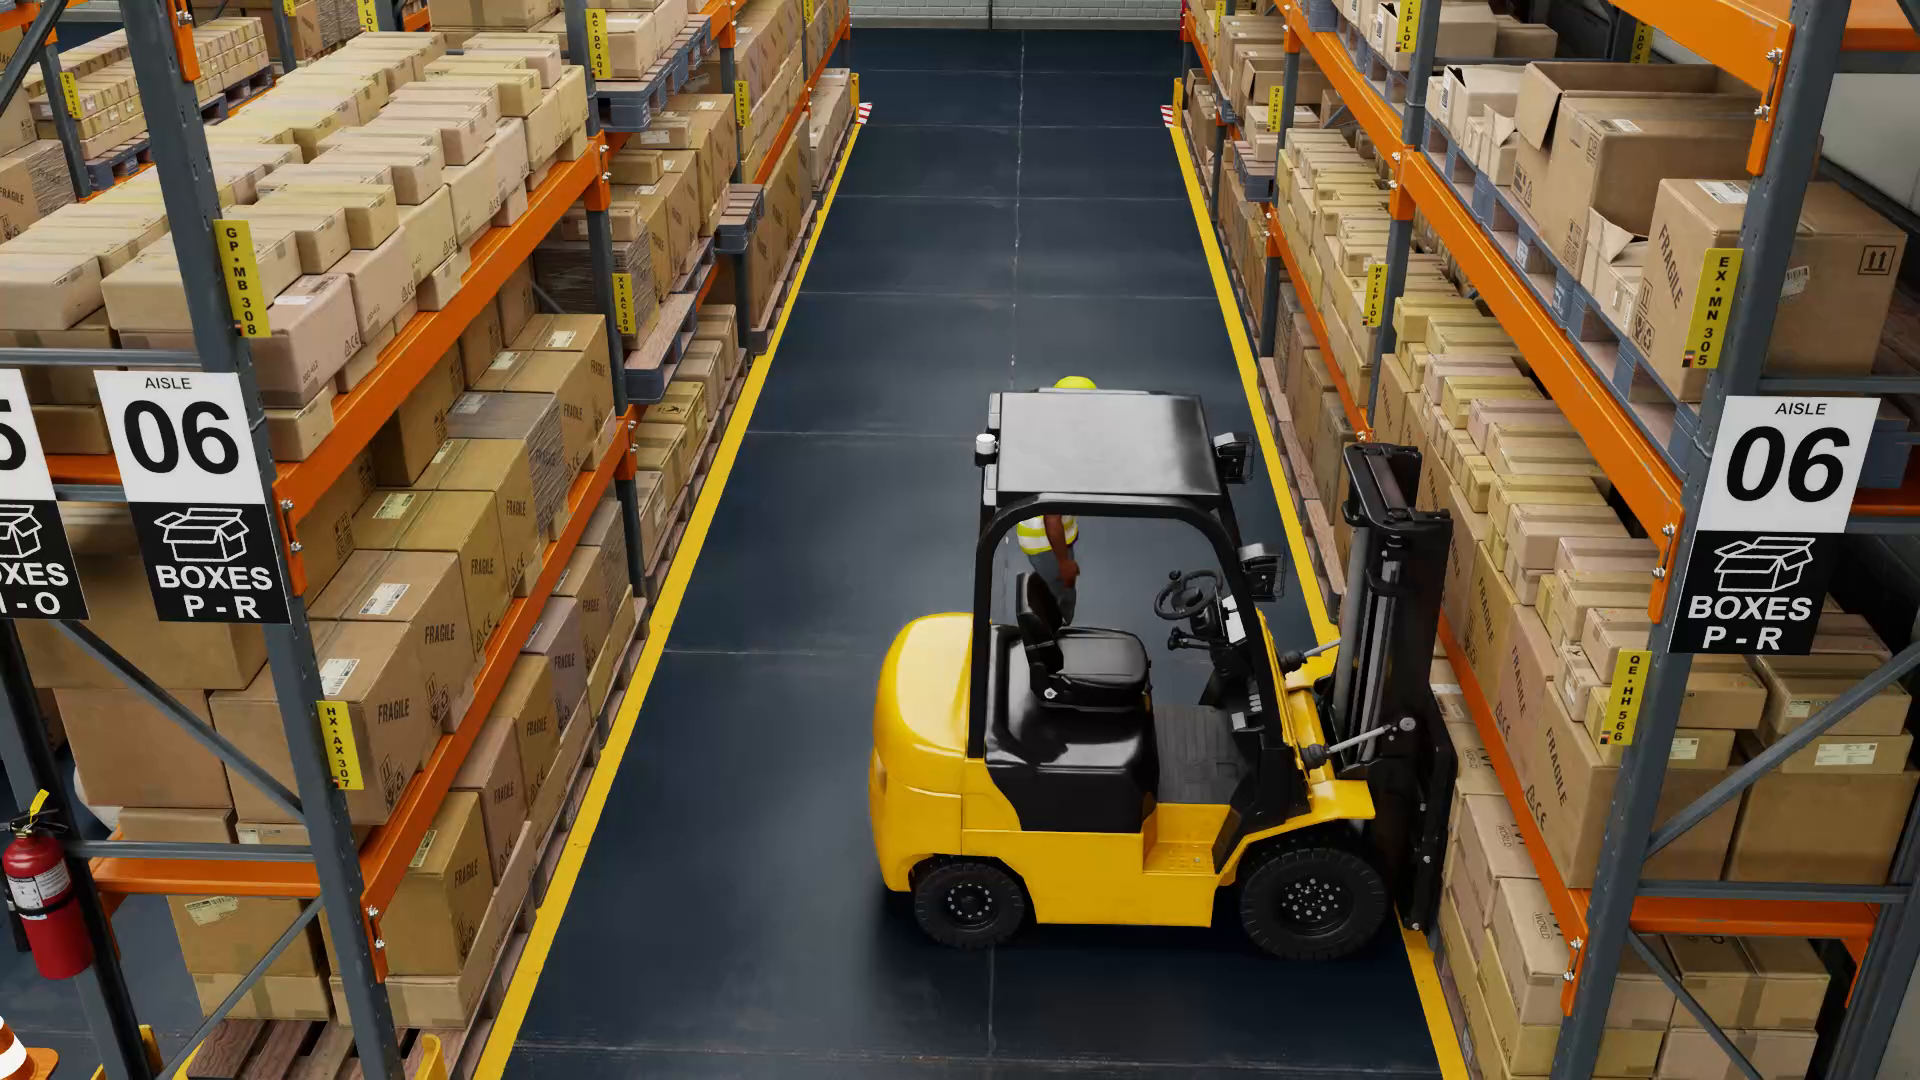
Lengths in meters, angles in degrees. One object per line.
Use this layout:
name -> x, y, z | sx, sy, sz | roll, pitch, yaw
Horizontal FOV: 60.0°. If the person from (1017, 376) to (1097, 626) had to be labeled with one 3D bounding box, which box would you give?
person -> 0.515, -0.016, 8.632 | 0.461, 1.761, 0.637 | 0, 28, 0
